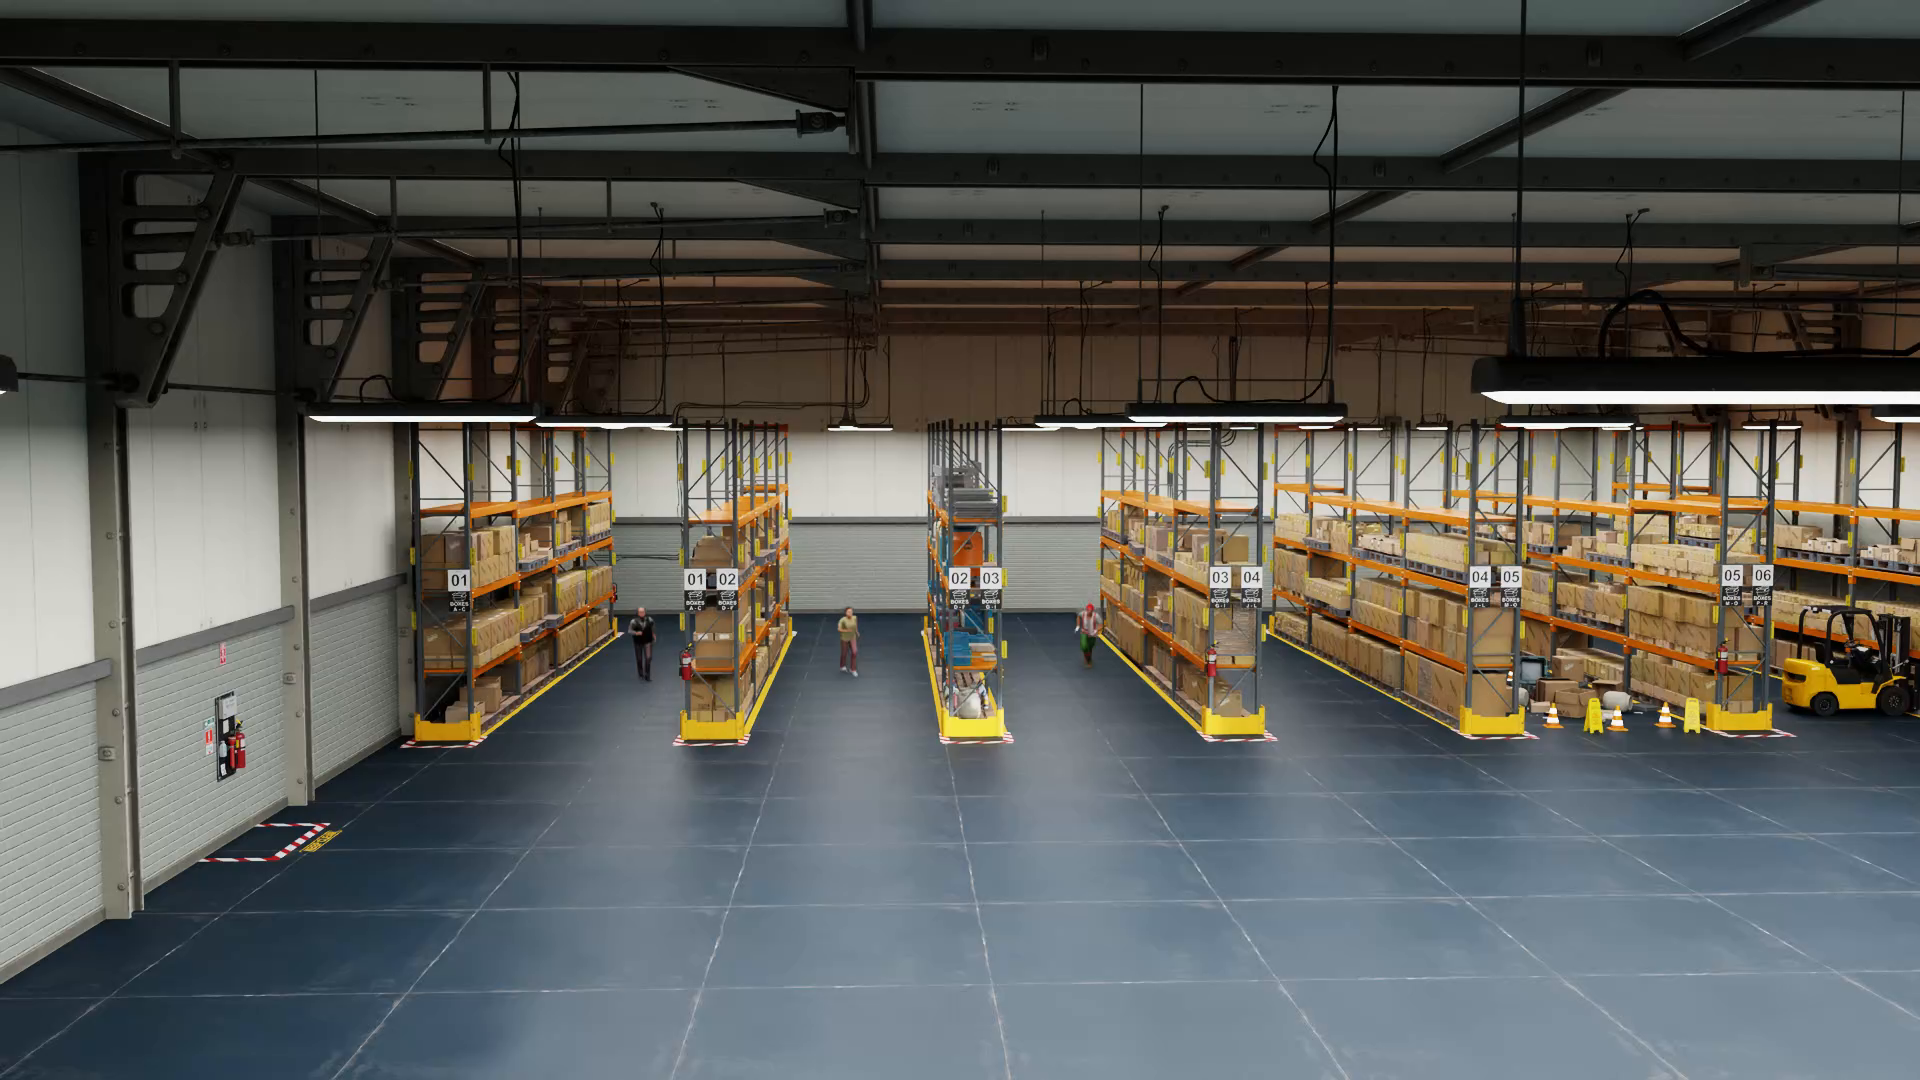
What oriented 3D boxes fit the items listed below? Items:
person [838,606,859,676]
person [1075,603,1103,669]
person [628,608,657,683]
[{"bbox_3d":[-2.659,2.379,39.490,0.574,1.640,0.939,-1,4,-18],"label":"person"},{"bbox_3d":[3.165,2.309,40.721,0.688,1.612,1.124,0,4,6],"label":"person"},{"bbox_3d":[-7.356,2.410,38.497,0.654,1.717,0.965,-1,4,-13],"label":"person"}]
